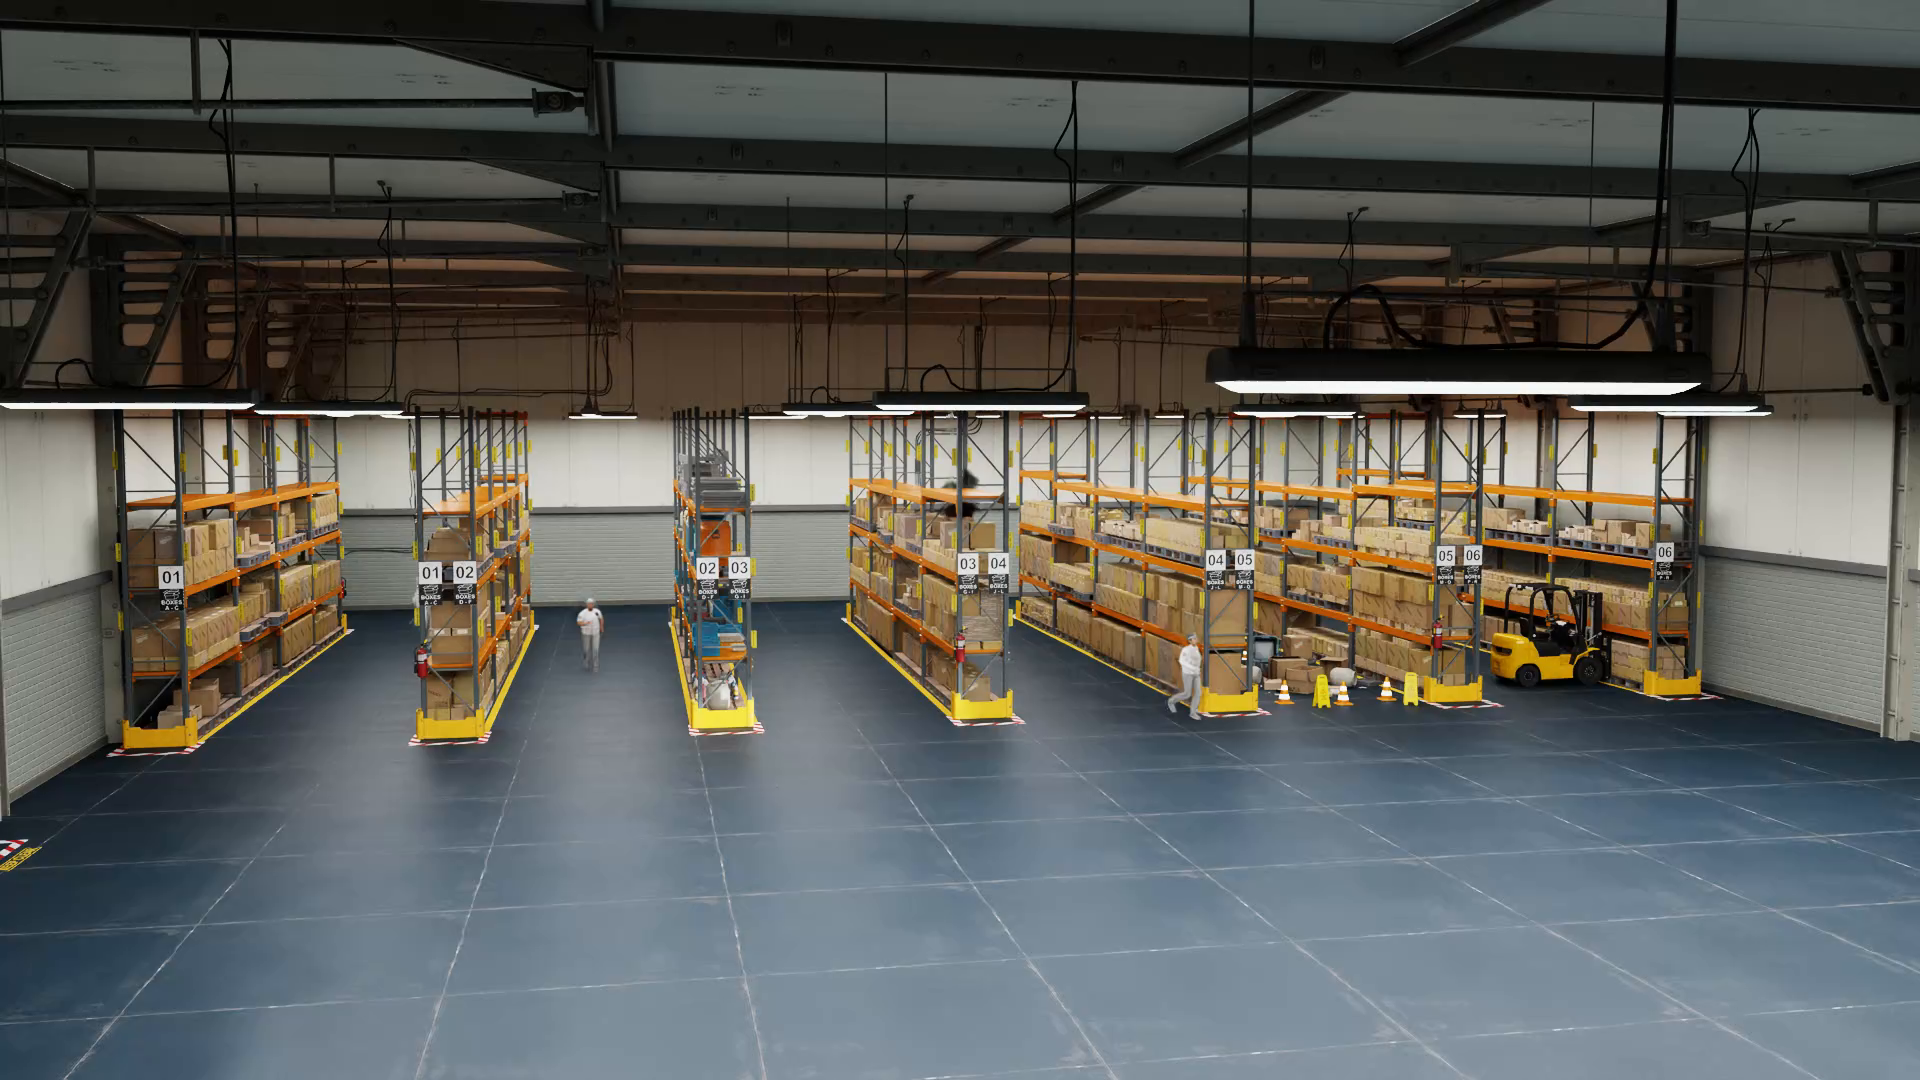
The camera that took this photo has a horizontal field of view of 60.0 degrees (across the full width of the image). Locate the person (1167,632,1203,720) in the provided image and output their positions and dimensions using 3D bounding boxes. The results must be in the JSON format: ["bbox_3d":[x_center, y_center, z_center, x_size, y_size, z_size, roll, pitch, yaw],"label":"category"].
[{"bbox_3d":[4.430,2.607,32.231,0.756,1.689,0.634,4,6,44],"label":"person"}]

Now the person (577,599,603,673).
[{"bbox_3d":[-8.462,2.165,38.128,0.607,1.651,0.941,-1,4,-18],"label":"person"}]

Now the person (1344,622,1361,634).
[{"bbox_3d":[10.139,1.845,42.836,0.601,1.708,0.703,-1,4,-13],"label":"person"}]

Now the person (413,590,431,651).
[{"bbox_3d":[-13.281,1.895,41.559,0.681,1.837,0.829,-2,4,-21],"label":"person"}]
